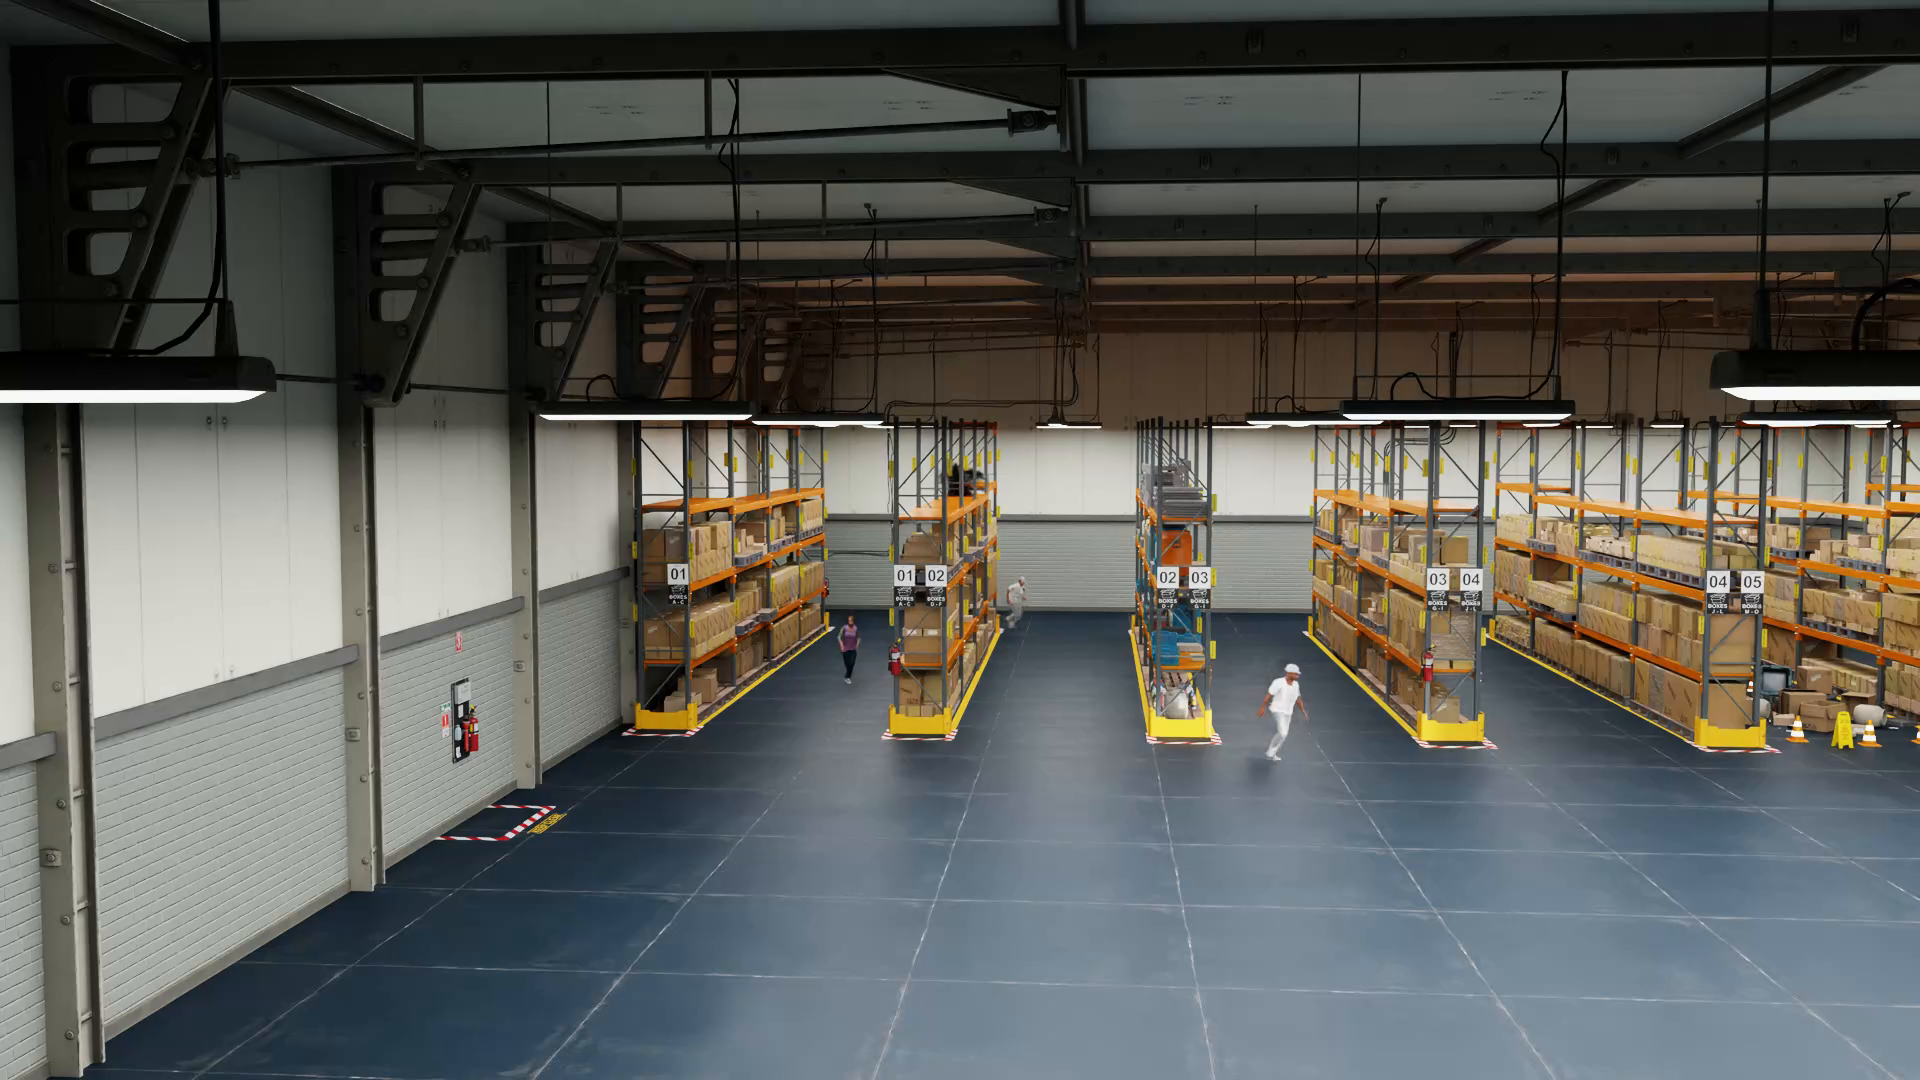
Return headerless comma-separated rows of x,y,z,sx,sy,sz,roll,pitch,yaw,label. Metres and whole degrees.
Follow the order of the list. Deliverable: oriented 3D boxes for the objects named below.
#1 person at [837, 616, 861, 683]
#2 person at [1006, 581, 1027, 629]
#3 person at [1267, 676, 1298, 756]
-2.528,2.491,37.933,0.540,1.542,0.518,-1,4,-8,person
1.598,1.829,48.072,0.688,1.534,0.638,3,5,36,person
5.558,3.063,28.775,0.511,1.427,0.558,-3,5,-36,person
